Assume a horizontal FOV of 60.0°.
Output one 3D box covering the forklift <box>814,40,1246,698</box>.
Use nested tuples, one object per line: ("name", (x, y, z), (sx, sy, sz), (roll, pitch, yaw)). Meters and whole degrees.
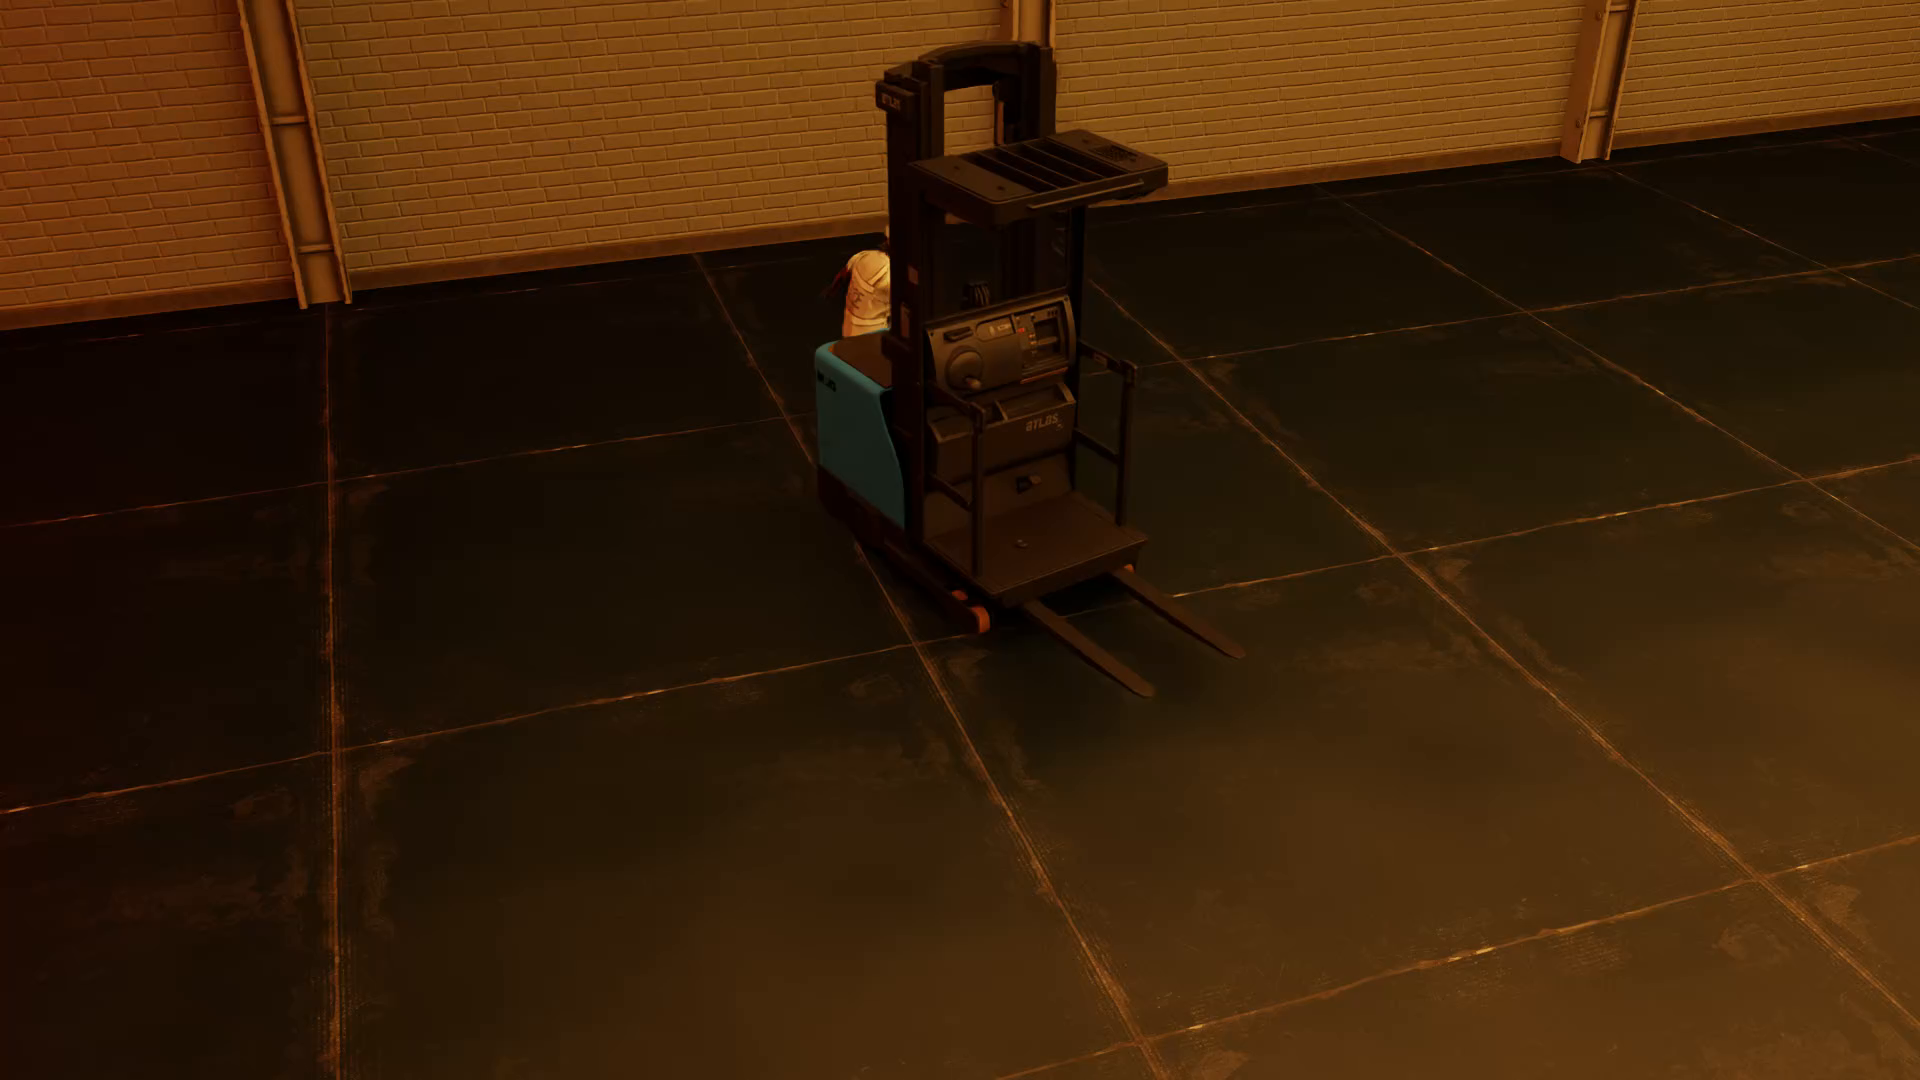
("forklift", (0.352, -1.019, 8.858), (1.130, 2.935, 3.031), (-18, 35, -29))

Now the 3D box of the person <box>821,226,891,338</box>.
("person", (-0.388, -1.496, 11.322), (0.913, 1.407, 0.972), (-9, 31, -15))
